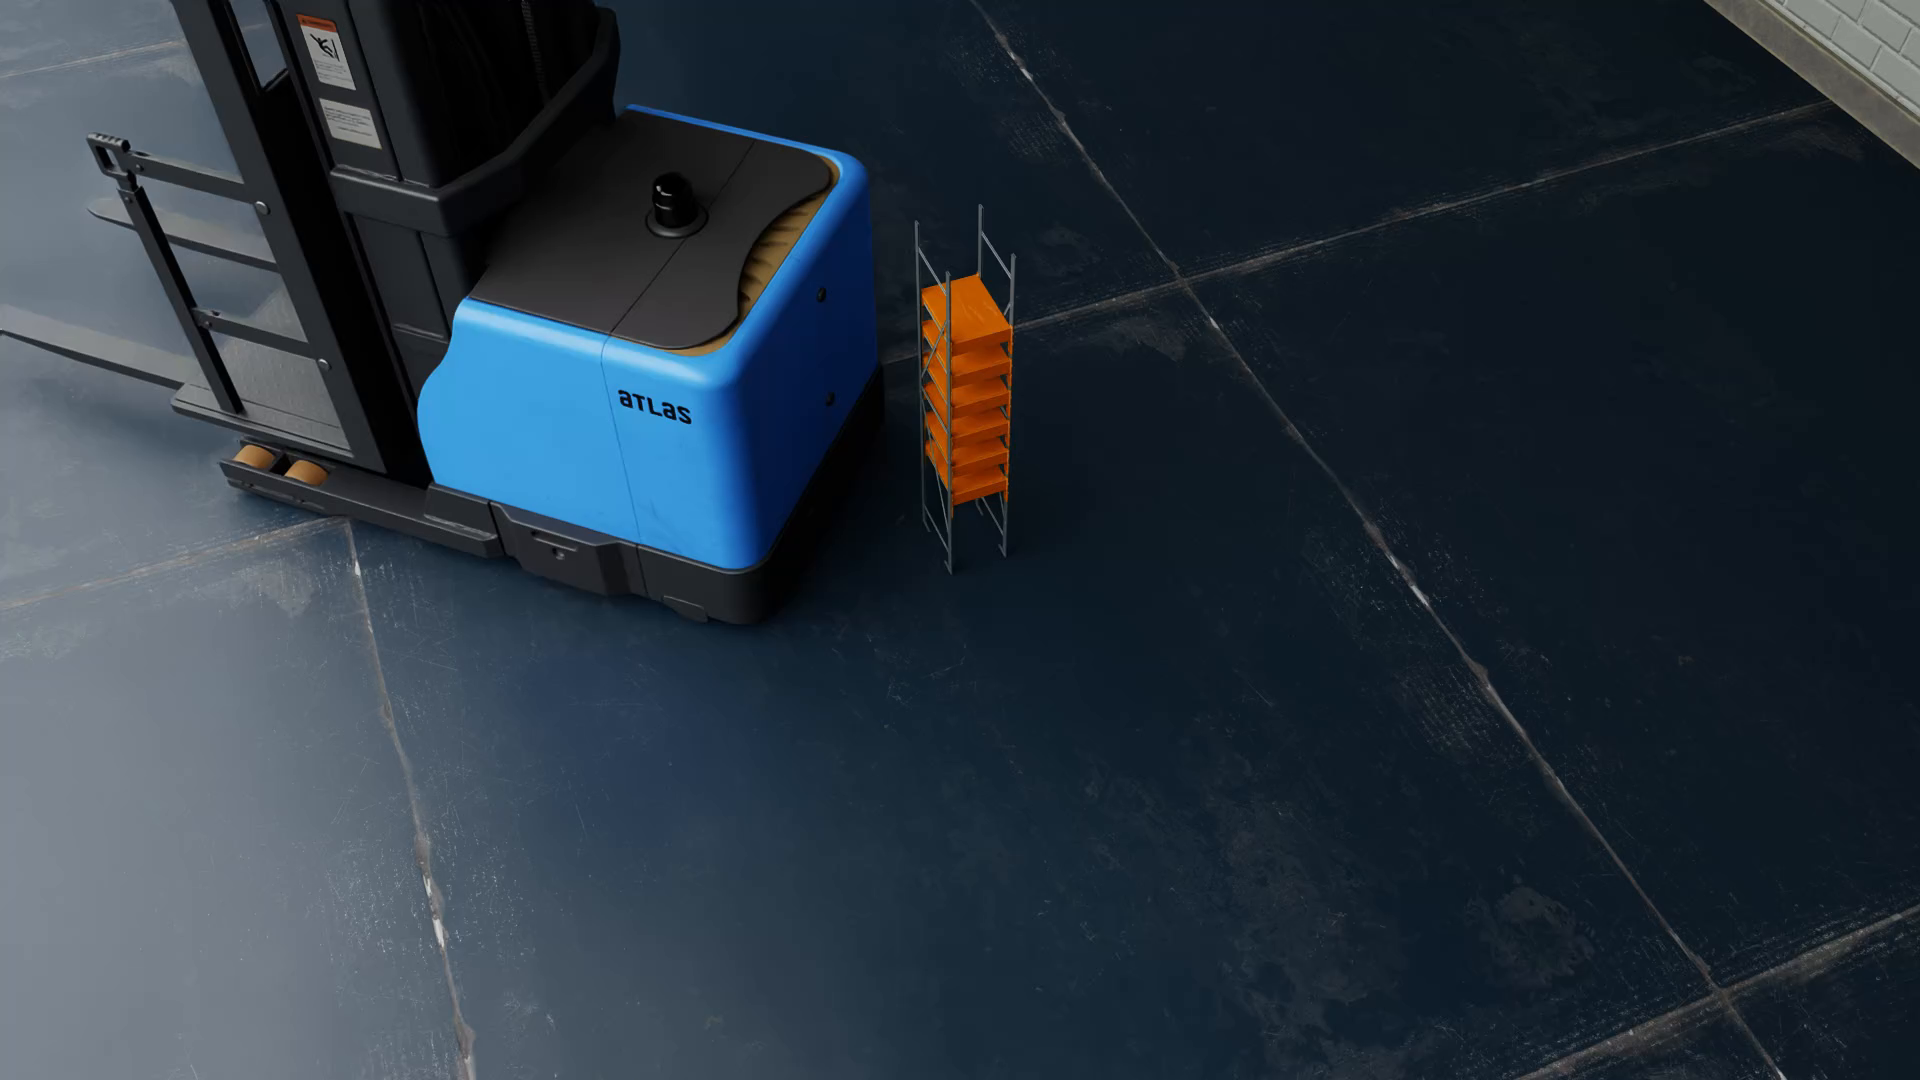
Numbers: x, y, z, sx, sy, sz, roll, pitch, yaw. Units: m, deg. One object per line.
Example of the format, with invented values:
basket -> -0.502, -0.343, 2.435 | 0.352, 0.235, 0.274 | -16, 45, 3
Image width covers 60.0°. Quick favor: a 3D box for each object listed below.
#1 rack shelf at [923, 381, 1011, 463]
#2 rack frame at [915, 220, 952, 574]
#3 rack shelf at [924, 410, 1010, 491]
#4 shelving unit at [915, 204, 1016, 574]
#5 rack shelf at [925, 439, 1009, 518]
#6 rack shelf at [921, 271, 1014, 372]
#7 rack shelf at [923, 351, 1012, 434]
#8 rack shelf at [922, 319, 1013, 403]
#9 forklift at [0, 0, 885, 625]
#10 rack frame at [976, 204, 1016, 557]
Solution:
rack shelf -> 0.013, -0.366, 4.832 | 0.180, 0.103, 0.258 | -17, 52, -14
rack frame -> -0.071, -0.369, 4.776 | 0.006, 1.200, 0.240 | -17, 52, -14
rack shelf -> 0.013, -0.288, 4.923 | 0.180, 0.103, 0.258 | -17, 52, -14
shelving unit -> 0.013, -0.395, 4.798 | 0.189, 1.200, 0.258 | -17, 52, -14
rack shelf -> 0.013, -0.210, 5.014 | 0.180, 0.103, 0.258 | -17, 52, -14
rack shelf -> 0.013, -0.601, 4.559 | 0.180, 0.103, 0.258 | -17, 52, -14
rack shelf -> 0.013, -0.444, 4.741 | 0.180, 0.103, 0.258 | -17, 52, -14
rack shelf -> 0.013, -0.522, 4.650 | 0.180, 0.103, 0.258 | -17, 52, -14
forklift -> -1.820, -1.406, 4.526 | 3.031, 2.935, 1.130 | 16, 51, 13
rack frame -> 0.098, -0.421, 4.821 | 0.006, 1.200, 0.240 | -17, 52, -14
